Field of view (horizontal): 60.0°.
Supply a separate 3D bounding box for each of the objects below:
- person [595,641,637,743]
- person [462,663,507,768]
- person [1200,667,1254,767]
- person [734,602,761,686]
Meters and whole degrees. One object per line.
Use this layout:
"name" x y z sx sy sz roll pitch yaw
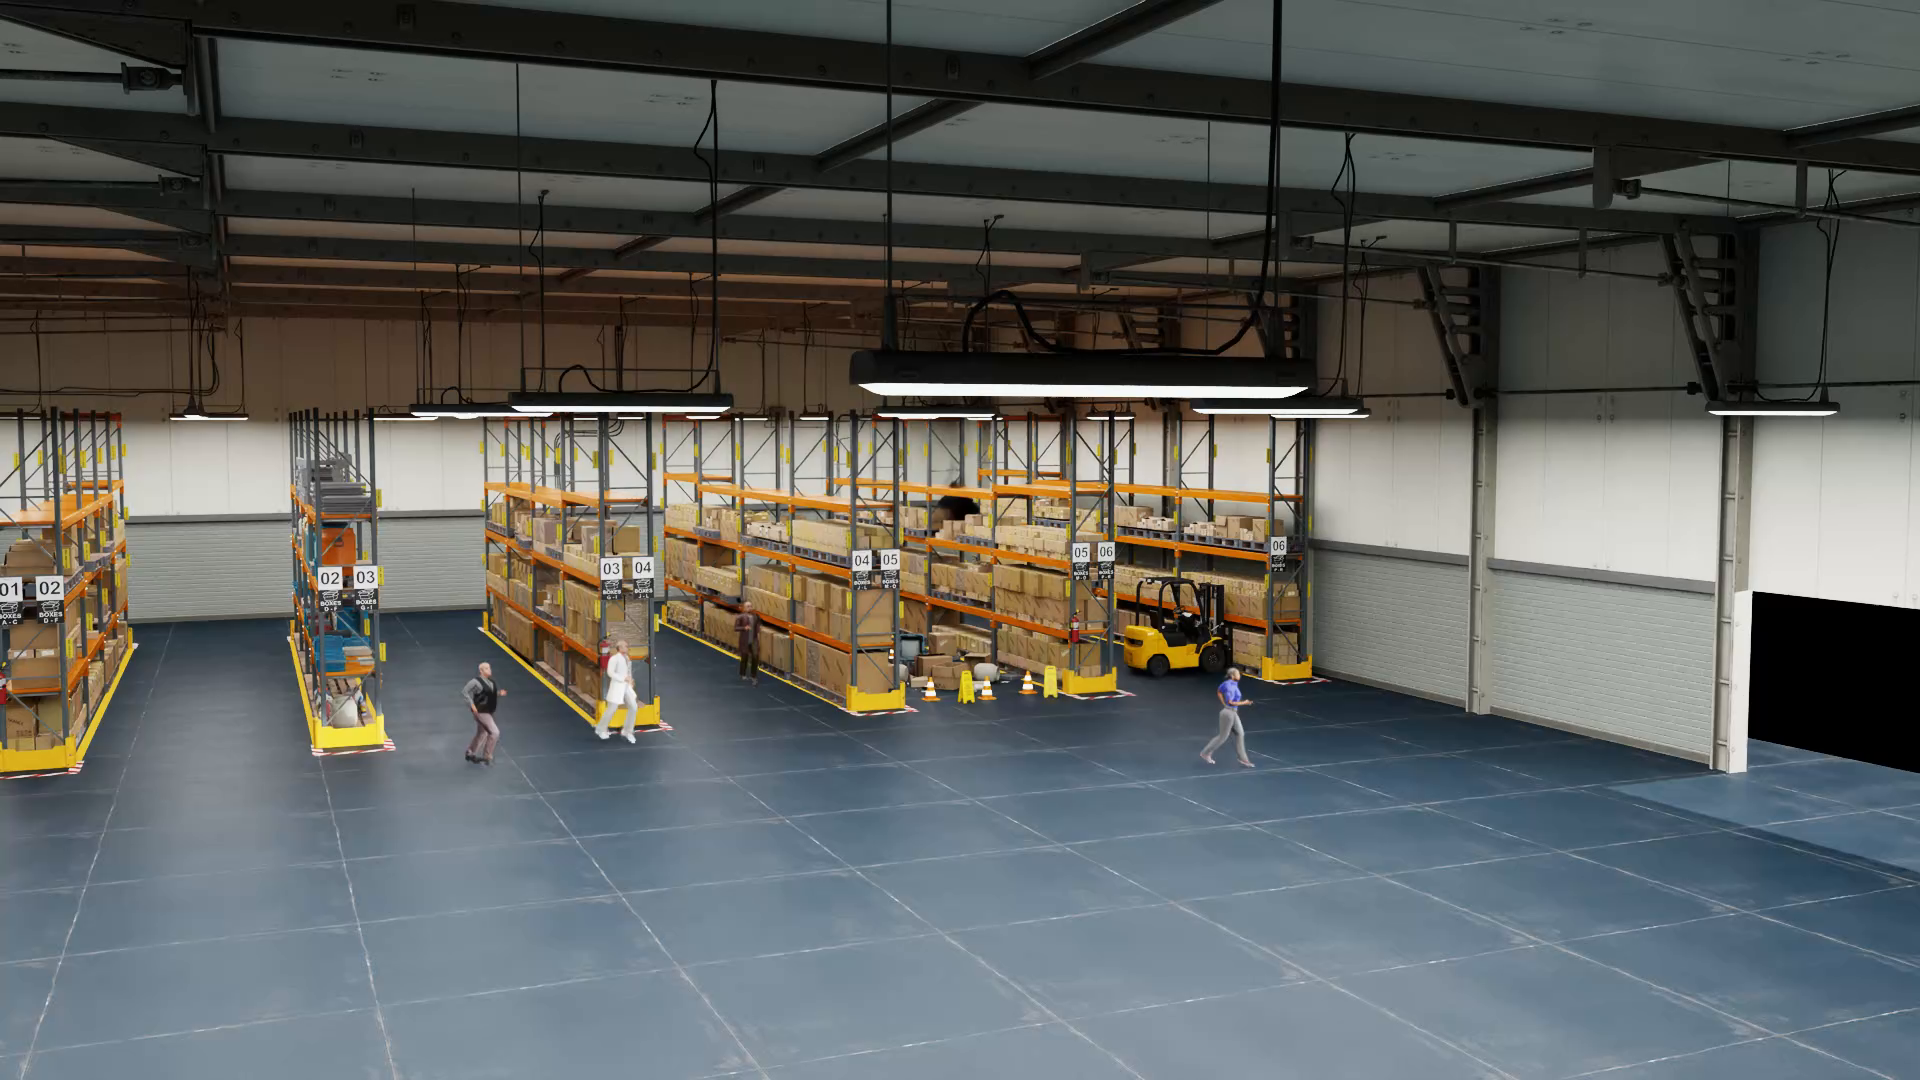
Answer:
"person" -6.148 2.727 30.114 0.825 1.807 0.767 2 4 24
"person" -7.939 2.935 27.809 0.761 1.782 0.625 1 4 13
"person" 4.454 2.949 27.686 0.899 1.675 0.539 1 4 14
"person" -4.650 2.268 36.589 0.698 1.834 0.818 -2 4 -25
